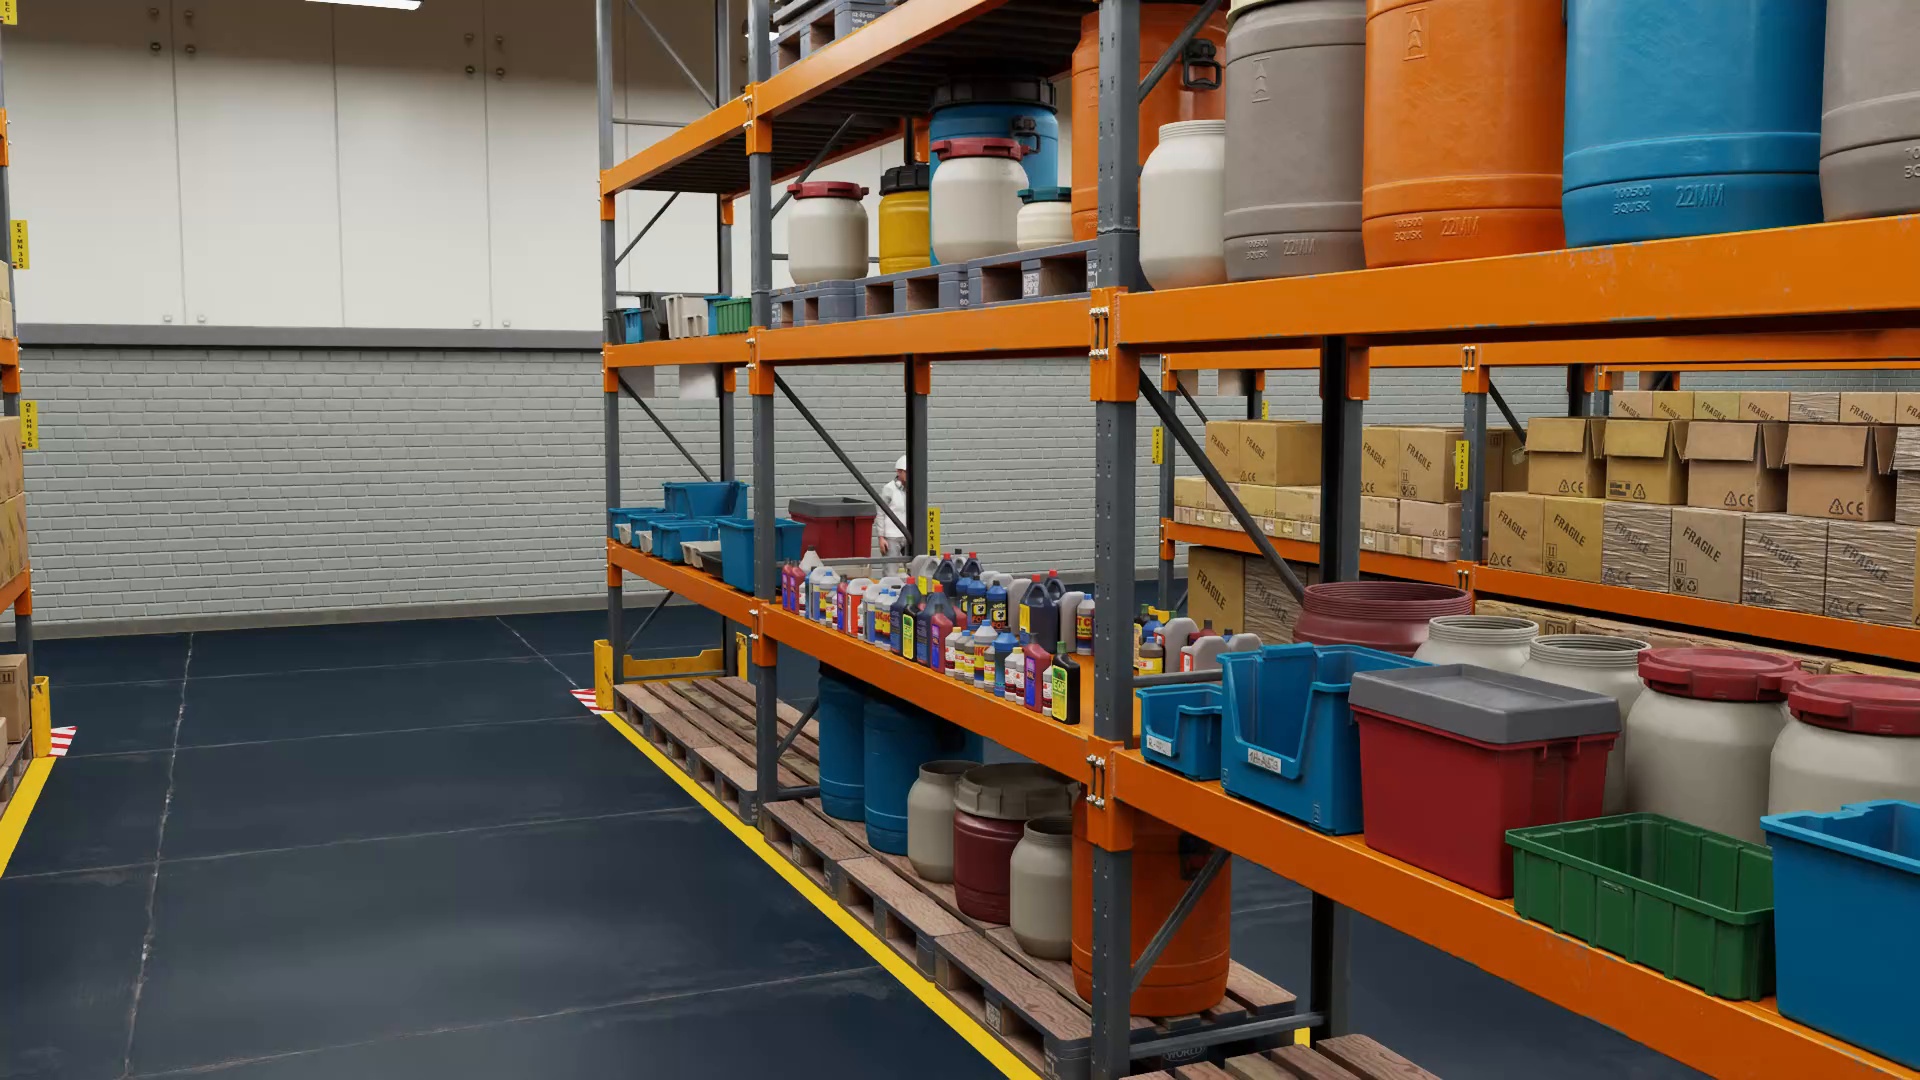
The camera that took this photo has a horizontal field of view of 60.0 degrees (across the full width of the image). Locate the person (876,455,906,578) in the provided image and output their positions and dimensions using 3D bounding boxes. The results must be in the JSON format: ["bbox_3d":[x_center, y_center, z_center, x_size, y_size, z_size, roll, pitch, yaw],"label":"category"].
[{"bbox_3d":[-0.611,-0.010,17.570,0.593,1.771,0.464,-3,6,-27],"label":"person"}]
